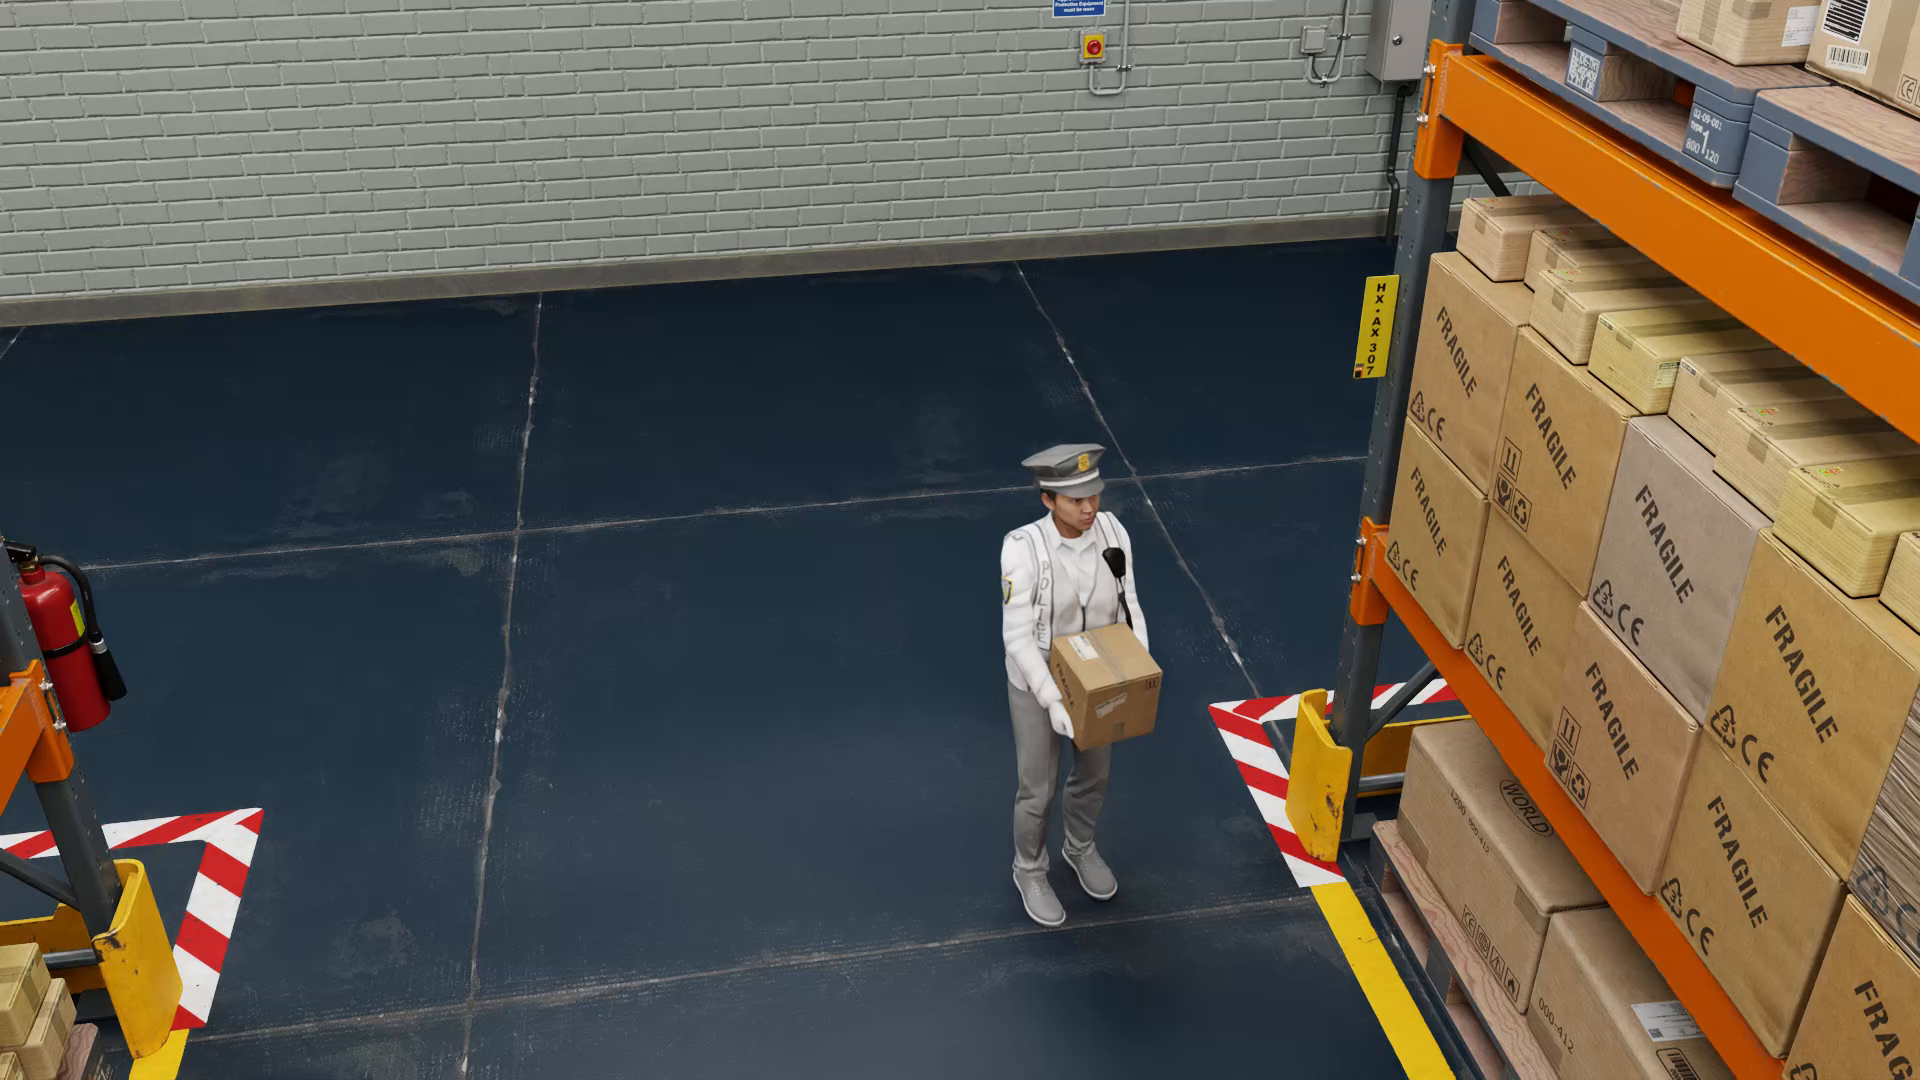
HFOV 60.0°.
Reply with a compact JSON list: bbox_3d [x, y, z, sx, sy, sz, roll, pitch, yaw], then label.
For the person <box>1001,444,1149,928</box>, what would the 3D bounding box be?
[{"bbox_3d":[0.362,0.490,5.293,0.459,1.690,0.532,-12,33,-19],"label":"person"}]
